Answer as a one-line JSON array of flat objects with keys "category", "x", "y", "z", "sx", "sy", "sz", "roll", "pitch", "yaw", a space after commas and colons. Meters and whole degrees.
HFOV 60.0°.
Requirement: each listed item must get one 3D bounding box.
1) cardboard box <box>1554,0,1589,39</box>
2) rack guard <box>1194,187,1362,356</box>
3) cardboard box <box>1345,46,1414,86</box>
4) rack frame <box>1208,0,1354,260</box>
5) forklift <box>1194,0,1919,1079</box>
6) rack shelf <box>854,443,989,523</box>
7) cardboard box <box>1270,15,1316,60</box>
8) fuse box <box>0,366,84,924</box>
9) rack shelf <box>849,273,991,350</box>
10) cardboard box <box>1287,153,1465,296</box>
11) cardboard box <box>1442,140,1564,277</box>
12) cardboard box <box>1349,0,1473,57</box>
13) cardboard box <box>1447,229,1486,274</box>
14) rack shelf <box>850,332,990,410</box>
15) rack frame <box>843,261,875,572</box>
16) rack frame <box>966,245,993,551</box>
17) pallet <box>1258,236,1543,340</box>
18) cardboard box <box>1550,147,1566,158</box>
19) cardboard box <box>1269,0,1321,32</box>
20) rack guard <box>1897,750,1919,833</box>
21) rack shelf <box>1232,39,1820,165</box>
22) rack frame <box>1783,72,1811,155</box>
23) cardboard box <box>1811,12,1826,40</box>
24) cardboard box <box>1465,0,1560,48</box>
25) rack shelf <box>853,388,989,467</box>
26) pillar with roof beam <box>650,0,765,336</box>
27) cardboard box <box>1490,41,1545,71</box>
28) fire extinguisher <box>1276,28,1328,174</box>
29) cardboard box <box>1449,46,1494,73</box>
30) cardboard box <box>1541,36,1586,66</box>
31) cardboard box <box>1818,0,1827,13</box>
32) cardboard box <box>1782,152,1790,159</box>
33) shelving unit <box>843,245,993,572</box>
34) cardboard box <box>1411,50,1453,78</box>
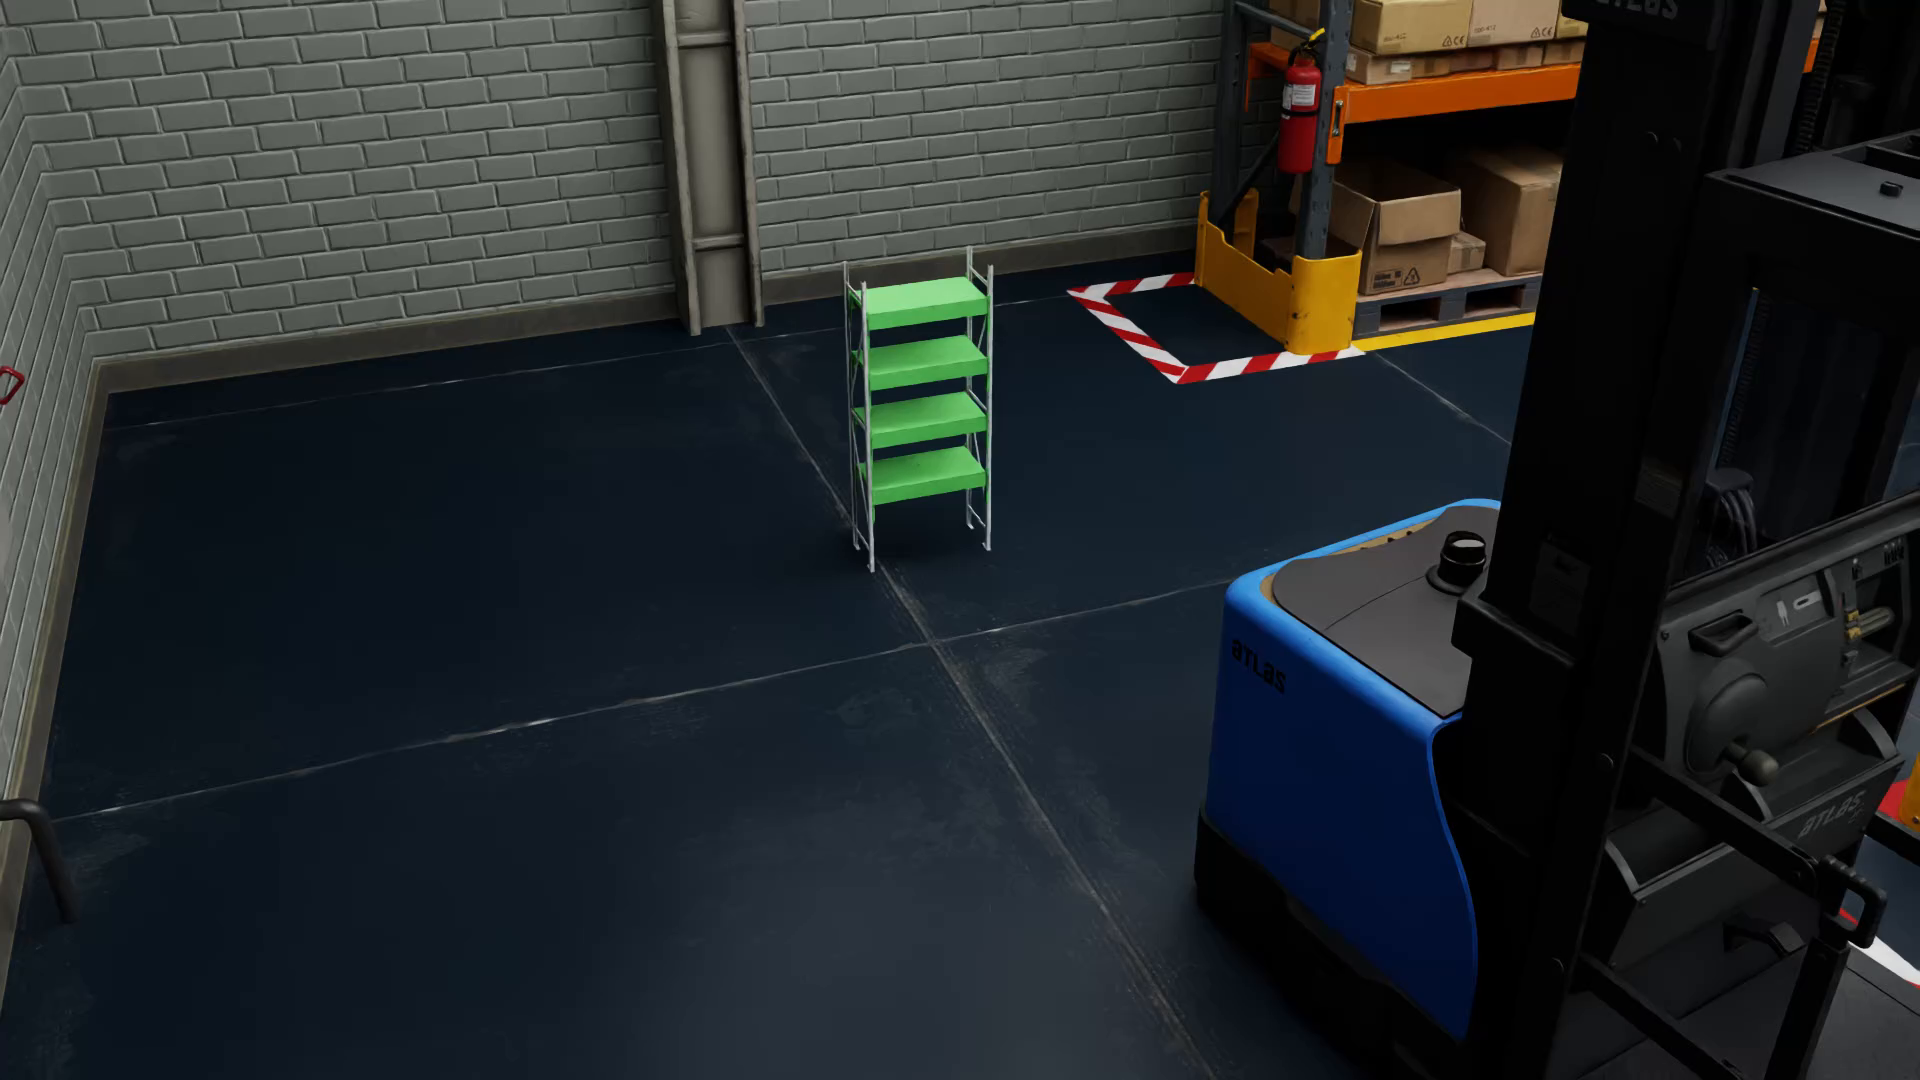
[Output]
[{"category": "cardboard box", "x": 3.045, "y": -2.705, "z": 8.318, "sx": 0.500, "sy": 0.250, "sz": 0.500, "roll": -11, "pitch": 31, "yaw": -19}, {"category": "rack guard", "x": 1.651, "y": -1.438, "z": 8.769, "sx": 0.348, "sy": 0.500, "sz": 1.175, "roll": -10, "pitch": 31, "yaw": -18}, {"category": "cardboard box", "x": 1.983, "y": -2.332, "z": 8.066, "sx": 0.250, "sy": 0.149, "sz": 0.380, "roll": -11, "pitch": 31, "yaw": -18}, {"category": "rack frame", "x": 1.580, "y": -2.511, "z": 8.128, "sx": 0.127, "sy": 3.000, "sz": 1.000, "roll": -10, "pitch": 31, "yaw": -18}, {"category": "forklift", "x": 1.877, "y": 0.265, "z": 3.324, "sx": 1.130, "sy": 2.935, "sz": 3.031, "roll": -17, "pitch": 34, "yaw": -27}, {"category": "rack shelf", "x": -0.155, "y": -0.229, "z": 6.553, "sx": 0.480, "sy": 0.148, "sz": 0.258, "roll": -10, "pitch": 31, "yaw": -18}, {"category": "cardboard box", "x": 1.797, "y": -2.584, "z": 8.509, "sx": 0.250, "sy": 0.149, "sz": 0.380, "roll": -11, "pitch": 31, "yaw": -18}, {"category": "fuse box", "x": -2.558, "y": 0.335, "z": 4.433, "sx": 0.414, "sy": 1.711, "sz": 0.539, "roll": -10, "pitch": 31, "yaw": -18}, {"category": "rack shelf", "x": -0.155, "y": -0.854, "z": 6.197, "sx": 0.480, "sy": 0.148, "sz": 0.258, "roll": -10, "pitch": 31, "yaw": -18}, {"category": "cardboard box", "x": 2.186, "y": -1.671, "z": 8.750, "sx": 0.637, "sy": 0.503, "sz": 0.797, "roll": -12, "pitch": 32, "yaw": -20}, {"category": "cardboard box", "x": 3.001, "y": -1.799, "z": 8.978, "sx": 0.500, "sy": 0.500, "sz": 0.700, "roll": -9, "pitch": 31, "yaw": -16}, {"category": "cardboard box", "x": 2.099, "y": -2.529, "z": 8.009, "sx": 0.500, "sy": 0.250, "sz": 0.500, "roll": -10, "pitch": 31, "yaw": -17}, {"category": "cardboard box", "x": 2.598, "y": -1.572, "z": 8.935, "sx": 0.250, "sy": 0.149, "sz": 0.380, "roll": -12, "pitch": 32, "yaw": -20}, {"category": "rack shelf", "x": -0.155, "y": -0.646, "z": 6.316, "sx": 0.480, "sy": 0.148, "sz": 0.258, "roll": -10, "pitch": 31, "yaw": -18}, {"category": "rack frame", "x": -0.384, "y": -0.451, "z": 6.329, "sx": 0.015, "sy": 1.200, "sz": 0.240, "roll": -10, "pitch": 31, "yaw": -18}, {"category": "rack frame", "x": 0.074, "y": -0.535, "z": 6.477, "sx": 0.015, "sy": 1.200, "sz": 0.240, "roll": -10, "pitch": 31, "yaw": -18}, {"category": "pallet", "x": 2.398, "y": -1.451, "z": 9.083, "sx": 1.213, "sy": 0.211, "sz": 1.003, "roll": -10, "pitch": 31, "yaw": -18}, {"category": "cardboard box", "x": 3.531, "y": -1.844, "z": 9.057, "sx": 0.500, "sy": 0.500, "sz": 0.500, "roll": -10, "pitch": 31, "yaw": -17}, {"category": "cardboard box", "x": 1.918, "y": -2.778, "z": 8.447, "sx": 0.500, "sy": 0.250, "sz": 0.500, "roll": -10, "pitch": 31, "yaw": -16}, {"category": "rack guard", "x": 3.291, "y": 0.881, "z": 4.698, "sx": 0.348, "sy": 0.500, "sz": 1.175, "roll": -10, "pitch": 31, "yaw": -18}, {"category": "rack shelf", "x": 3.454, "y": -2.544, "z": 8.912, "sx": 4.000, "sy": 0.370, "sz": 1.077, "roll": -10, "pitch": 31, "yaw": -18}, {"category": "rack frame", "x": 5.329, "y": -3.202, "z": 9.340, "sx": 0.127, "sy": 3.000, "sz": 1.000, "roll": -10, "pitch": 31, "yaw": -18}, {"category": "cardboard box", "x": 4.391, "y": -2.777, "z": 8.847, "sx": 0.250, "sy": 0.149, "sz": 0.380, "roll": -10, "pitch": 31, "yaw": -16}, {"category": "cardboard box", "x": 2.571, "y": -2.616, "z": 8.162, "sx": 0.500, "sy": 0.250, "sz": 0.500, "roll": -10, "pitch": 31, "yaw": -17}, {"category": "rack shelf", "x": -0.155, "y": -0.437, "z": 6.434, "sx": 0.480, "sy": 0.148, "sz": 0.258, "roll": -10, "pitch": 31, "yaw": -18}, {"category": "pillar with roof beam", "x": 0.239, "y": -3.073, "z": 3.054, "sx": 0.400, "sy": 9.000, "sz": 9.100, "roll": -10, "pitch": 31, "yaw": -18}, {"category": "cardboard box", "x": 2.698, "y": -2.474, "z": 8.315, "sx": 0.250, "sy": 0.149, "sz": 0.380, "roll": -9, "pitch": 31, "yaw": -16}, {"category": "fire extinguisher", "x": 1.603, "y": -2.076, "z": 7.818, "sx": 0.183, "sy": 0.674, "sz": 0.296, "roll": -10, "pitch": 31, "yaw": -18}, {"category": "cardboard box", "x": 2.440, "y": -2.458, "z": 8.289, "sx": 0.250, "sy": 0.149, "sz": 0.380, "roll": -11, "pitch": 31, "yaw": -18}, {"category": "cardboard box", "x": 2.945, "y": -2.522, "z": 8.400, "sx": 0.250, "sy": 0.149, "sz": 0.380, "roll": -10, "pitch": 31, "yaw": -17}, {"category": "cardboard box", "x": 4.472, "y": -2.971, "z": 8.786, "sx": 0.500, "sy": 0.250, "sz": 0.500, "roll": -10, "pitch": 31, "yaw": -17}, {"category": "cardboard box", "x": 4.627, "y": -2.211, "z": 9.893, "sx": 0.500, "sy": 0.311, "sz": 0.500, "roll": -9, "pitch": 31, "yaw": -16}, {"category": "shelving unit", "x": -0.155, "y": -0.493, "z": 6.403, "sx": 0.503, "sy": 1.200, "sz": 0.258, "roll": -10, "pitch": 31, "yaw": -18}, {"category": "cardboard box", "x": 2.206, "y": -2.397, "z": 8.181, "sx": 0.250, "sy": 0.149, "sz": 0.380, "roll": -10, "pitch": 31, "yaw": -16}]
